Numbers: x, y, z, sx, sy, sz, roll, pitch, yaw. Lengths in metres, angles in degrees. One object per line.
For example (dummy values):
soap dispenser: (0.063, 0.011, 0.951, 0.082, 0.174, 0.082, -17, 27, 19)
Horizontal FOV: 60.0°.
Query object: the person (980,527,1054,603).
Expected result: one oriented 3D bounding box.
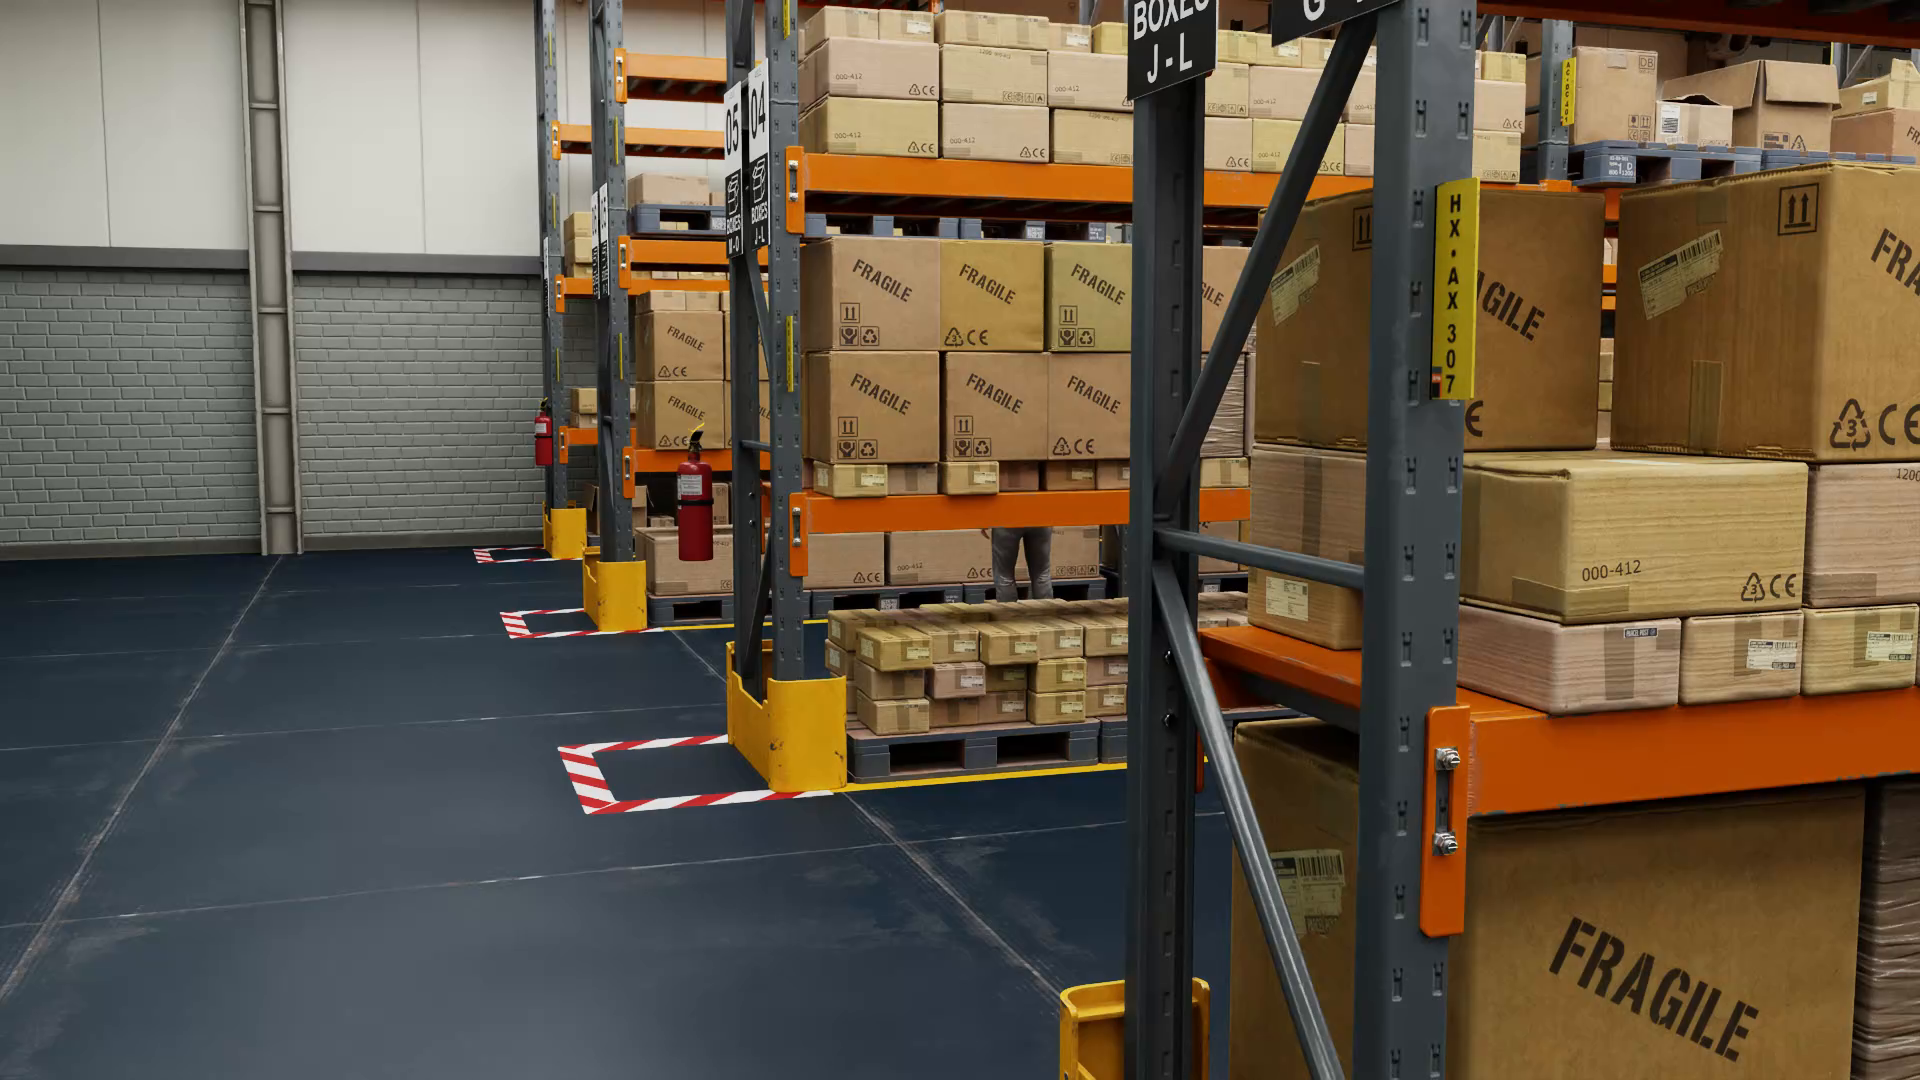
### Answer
person: (0.409, -0.175, 11.430, 0.591, 1.773, 0.464, -2, 6, -21)
